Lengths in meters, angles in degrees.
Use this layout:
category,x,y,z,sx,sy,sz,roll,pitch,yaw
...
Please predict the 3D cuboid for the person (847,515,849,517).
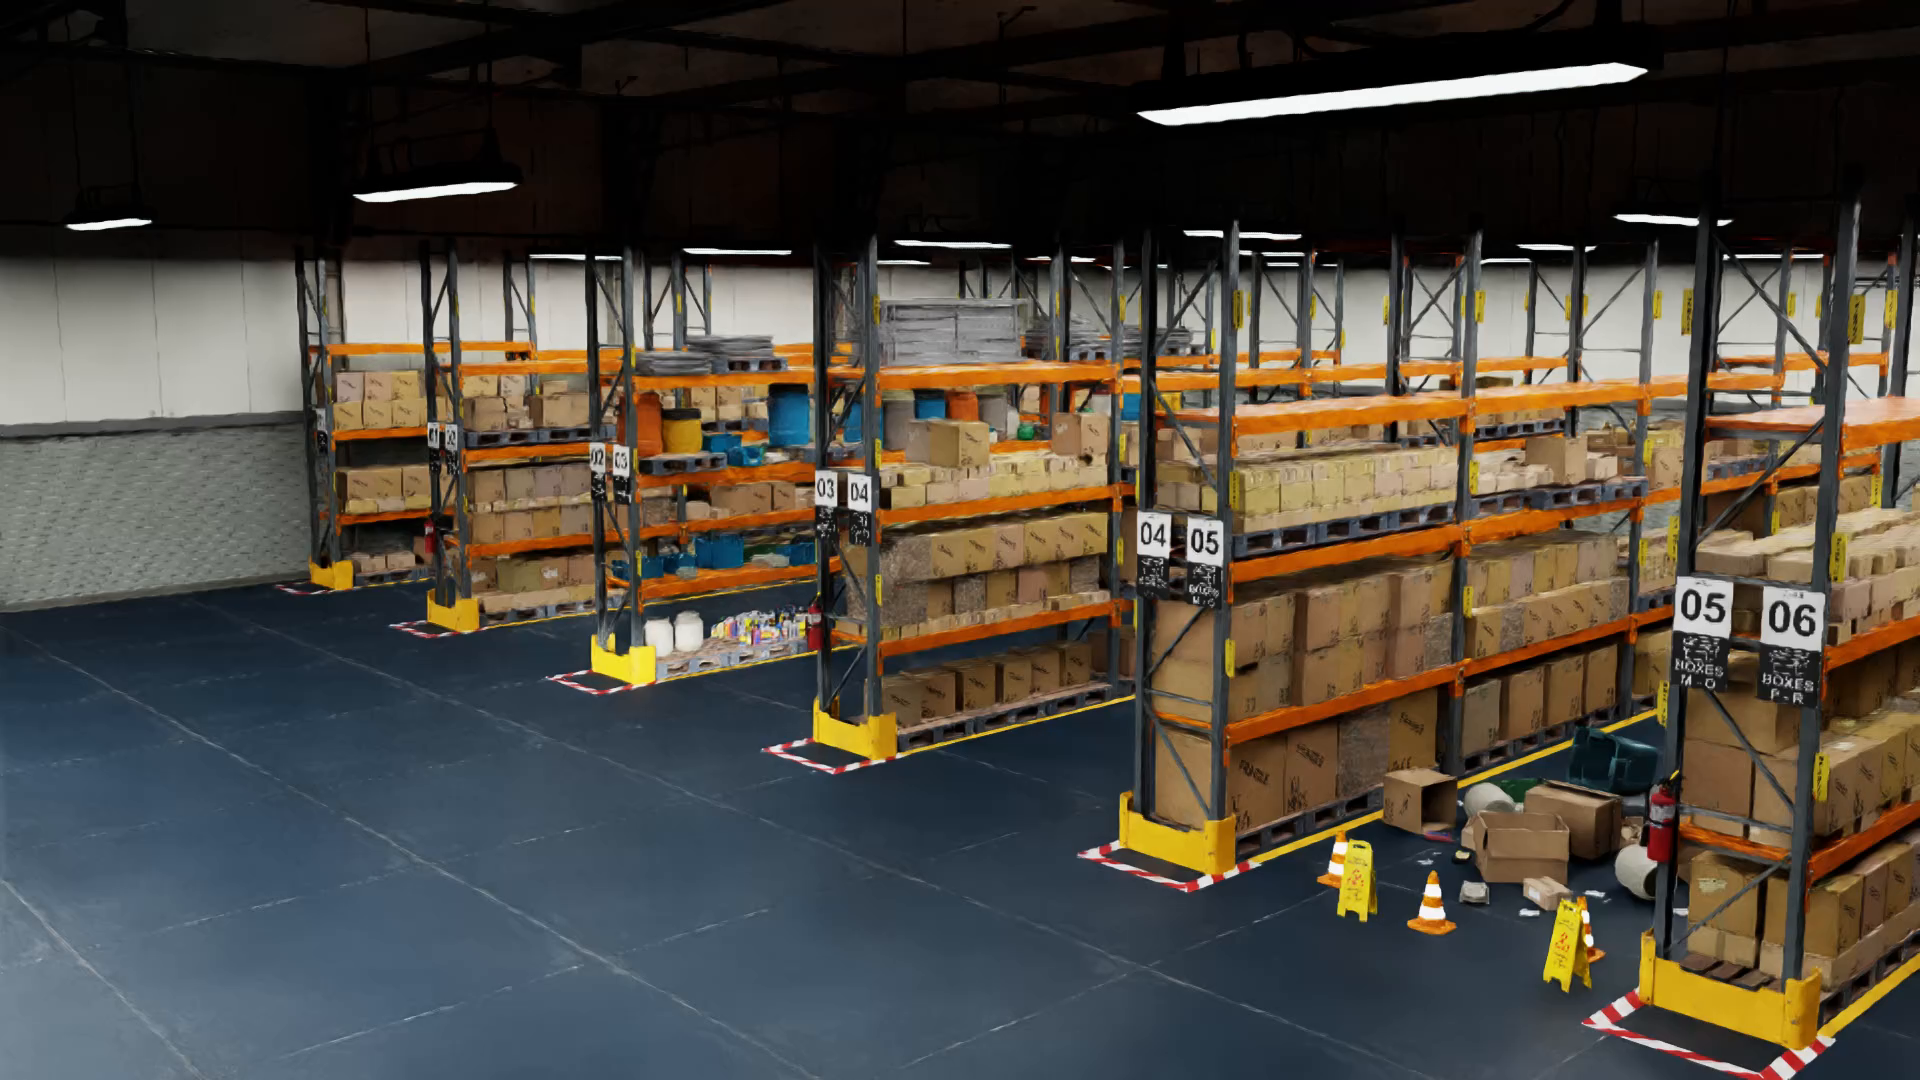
category,x,y,z,sx,sy,sz,roll,pitch,yaw
person,-2.179,-0.765,35.332,0.566,1.541,0.519,8,12,44
